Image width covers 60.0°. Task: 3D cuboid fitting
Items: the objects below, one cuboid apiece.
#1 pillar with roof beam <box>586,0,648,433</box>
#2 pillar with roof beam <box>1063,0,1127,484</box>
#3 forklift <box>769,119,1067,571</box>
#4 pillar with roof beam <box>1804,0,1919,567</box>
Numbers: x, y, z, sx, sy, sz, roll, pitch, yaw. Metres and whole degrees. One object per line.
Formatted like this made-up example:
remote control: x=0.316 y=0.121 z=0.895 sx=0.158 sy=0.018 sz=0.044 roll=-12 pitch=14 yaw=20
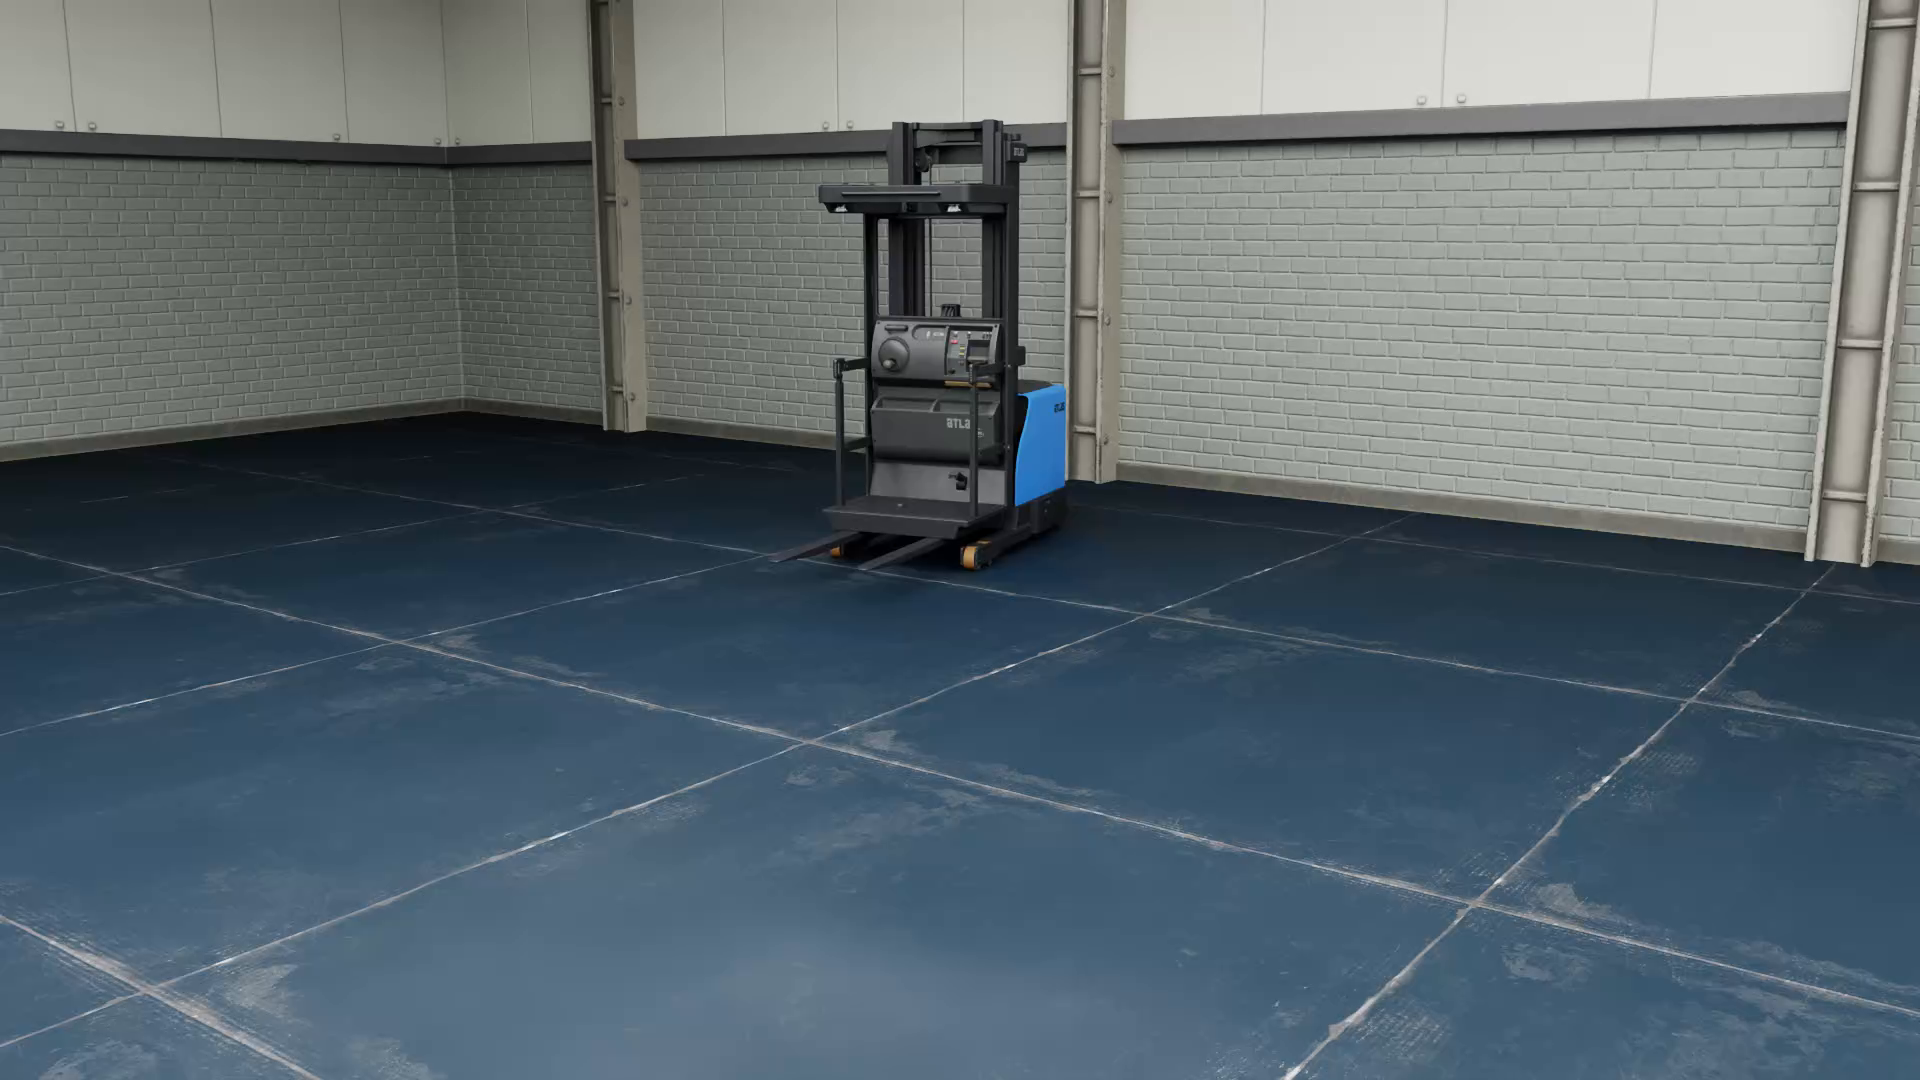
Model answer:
pillar with roof beam: x=-6.226 y=-4.972 z=14.037 sx=0.400 sy=9.000 sz=9.100 roll=8 pitch=13 yaw=36
pillar with roof beam: x=-1.390 y=-4.297 z=10.550 sx=0.400 sy=9.000 sz=9.100 roll=8 pitch=13 yaw=36
forklift: x=-0.254 y=-1.330 z=11.187 sx=1.130 sy=2.935 sz=3.031 roll=5 pitch=12 yaw=23
pillar with roof beam: x=3.446 y=-3.623 z=7.063 sx=0.400 sy=9.000 sz=9.100 roll=8 pitch=13 yaw=36
